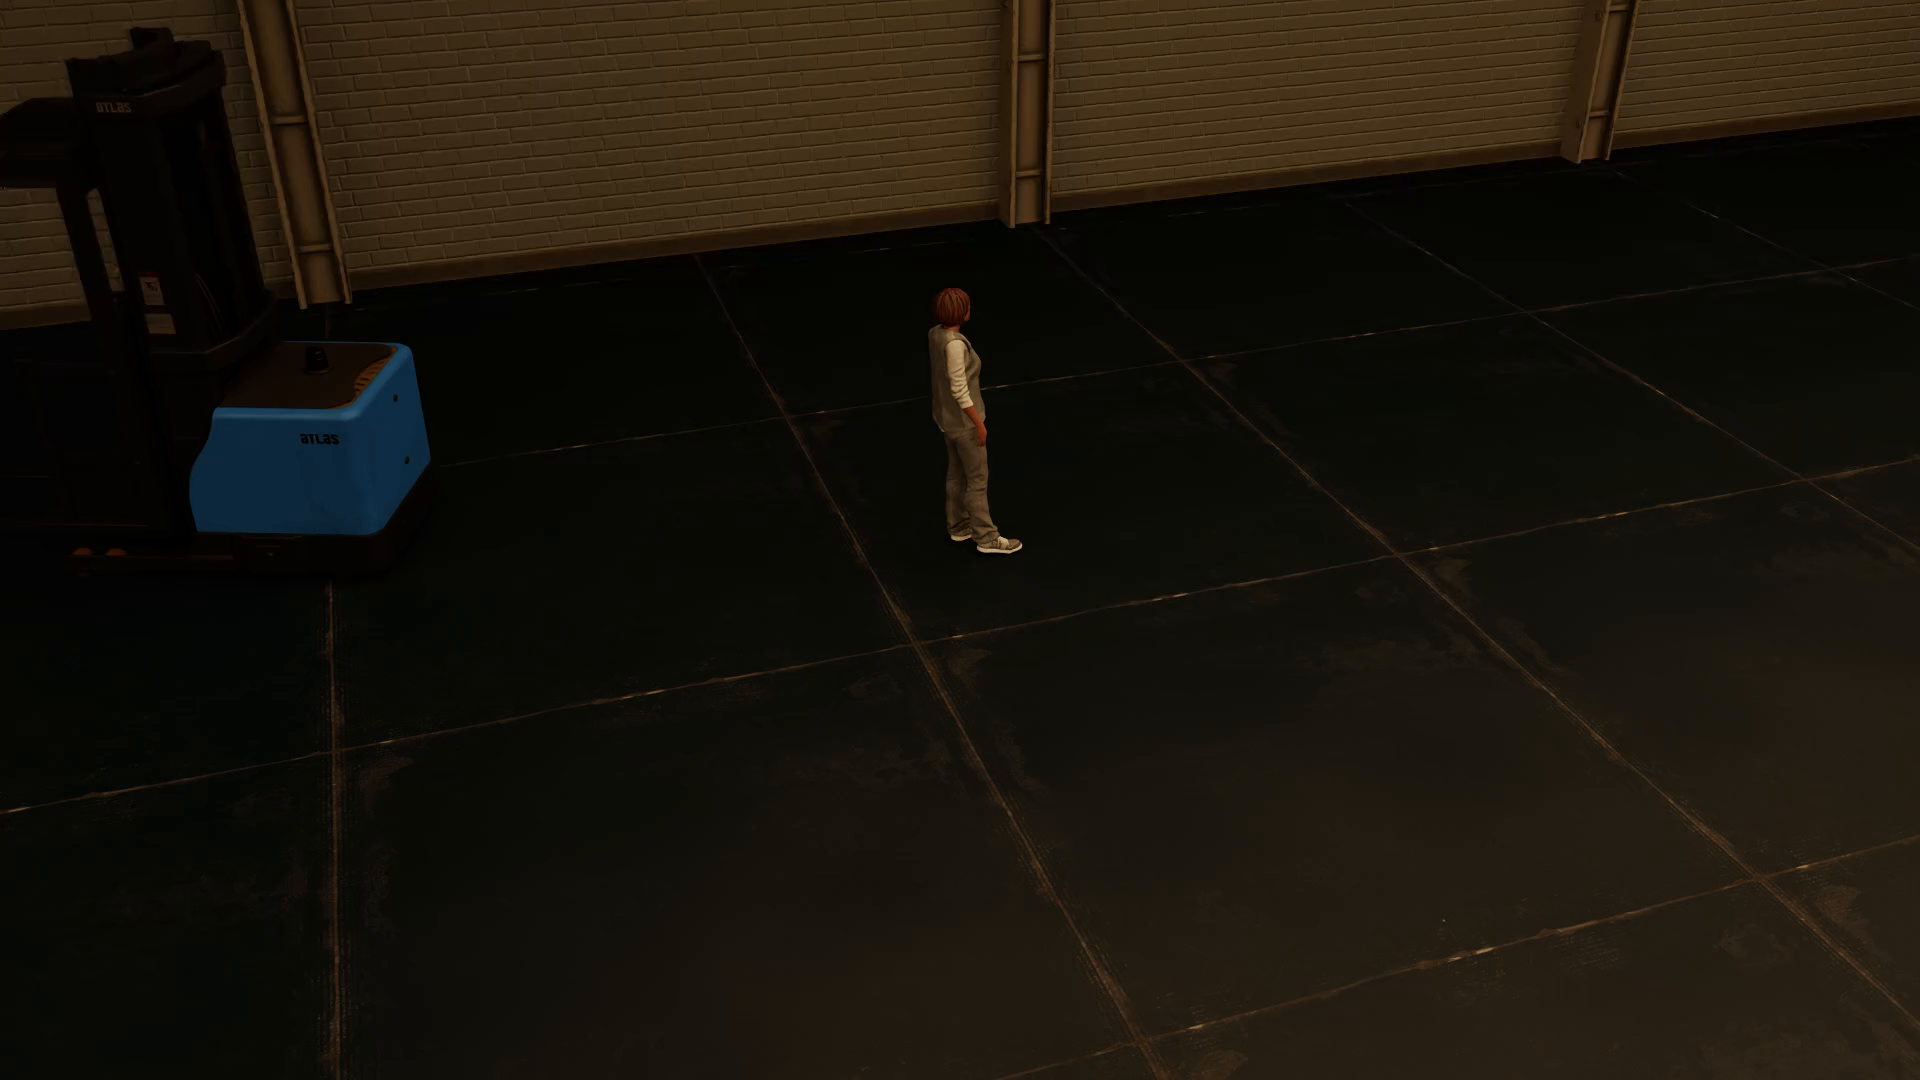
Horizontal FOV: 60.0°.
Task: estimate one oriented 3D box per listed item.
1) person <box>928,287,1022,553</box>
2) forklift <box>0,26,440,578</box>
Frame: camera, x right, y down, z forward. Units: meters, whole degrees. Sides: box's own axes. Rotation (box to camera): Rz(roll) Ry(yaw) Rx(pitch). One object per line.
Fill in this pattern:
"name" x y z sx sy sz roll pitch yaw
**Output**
"person" 0.075 -0.704 9.633 0.473 1.599 0.520 -10 31 -16
"forklift" -4.782 -1.313 9.369 3.031 2.935 1.130 1 30 2
